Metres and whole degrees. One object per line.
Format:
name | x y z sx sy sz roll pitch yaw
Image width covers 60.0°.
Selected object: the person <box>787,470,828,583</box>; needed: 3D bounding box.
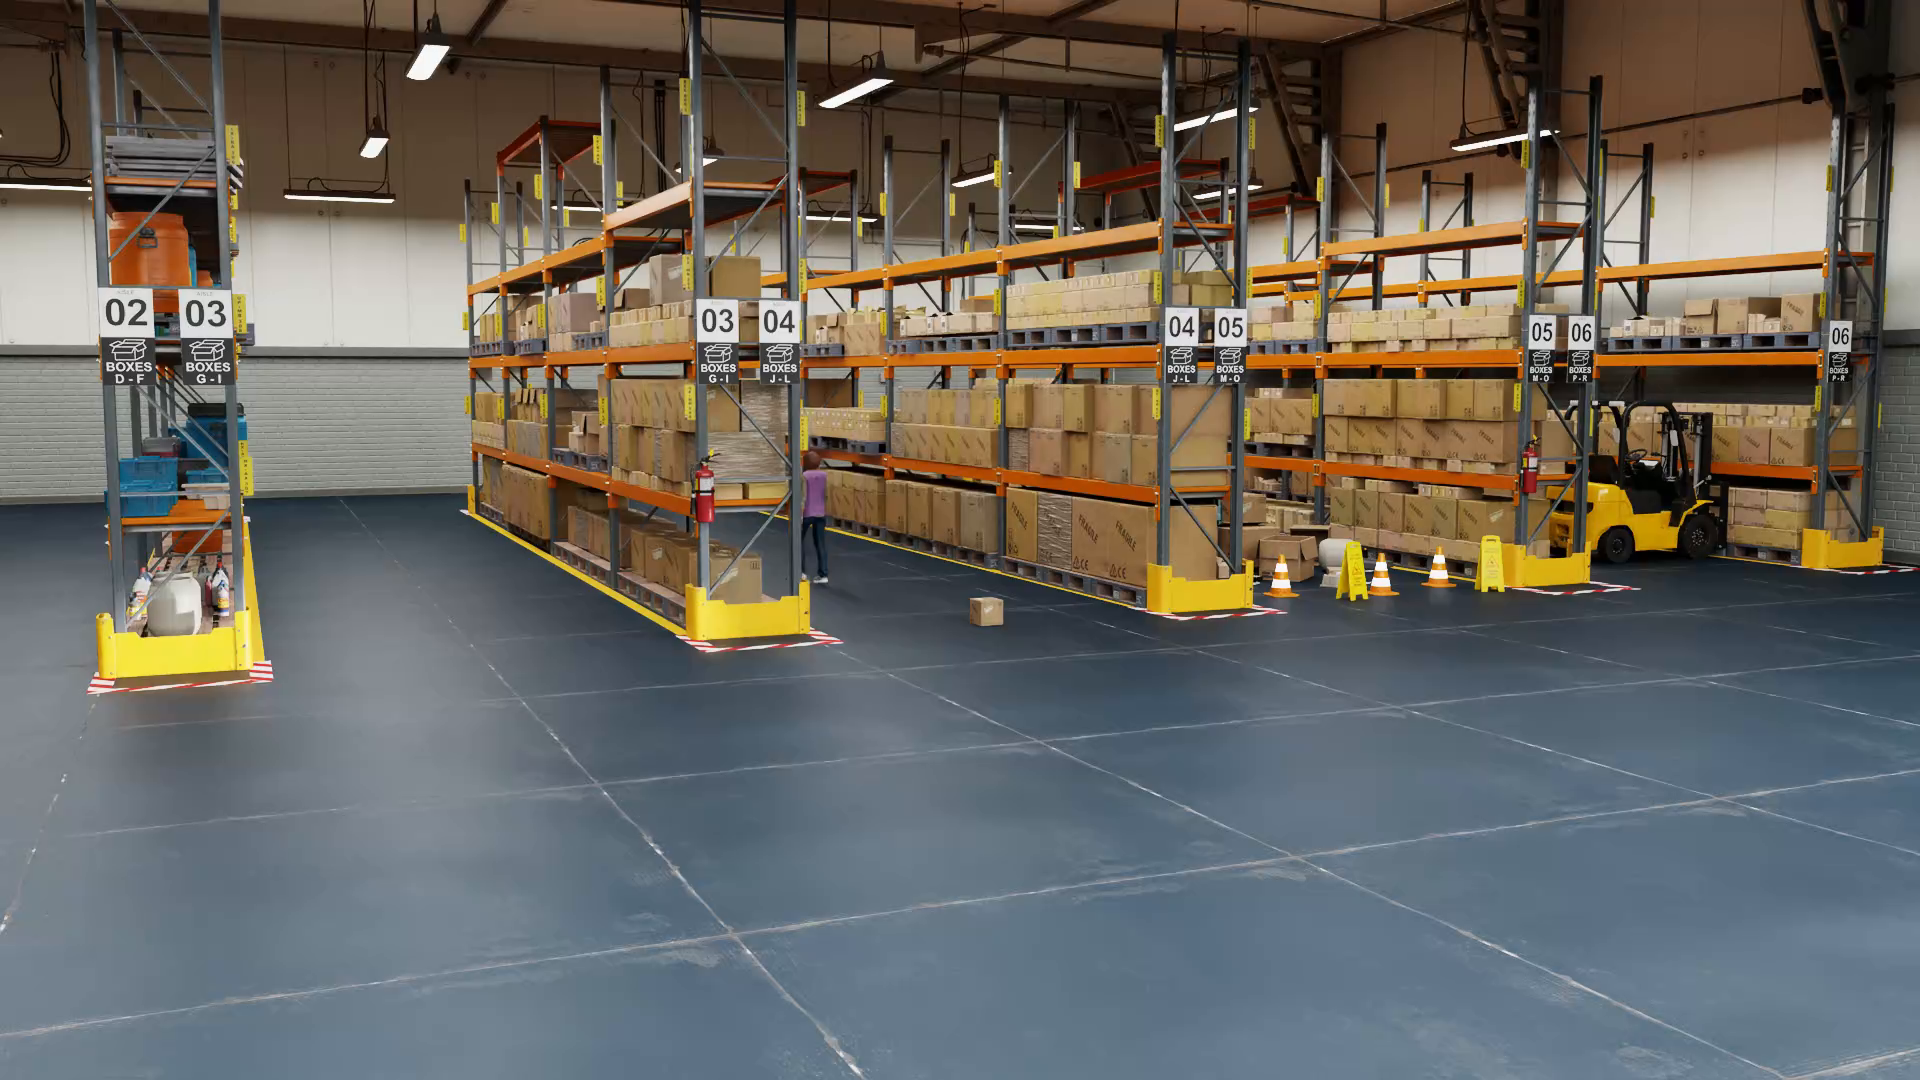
person | -1.804 -0.146 19.929 0.349 1.395 0.660 -3 7 -31
